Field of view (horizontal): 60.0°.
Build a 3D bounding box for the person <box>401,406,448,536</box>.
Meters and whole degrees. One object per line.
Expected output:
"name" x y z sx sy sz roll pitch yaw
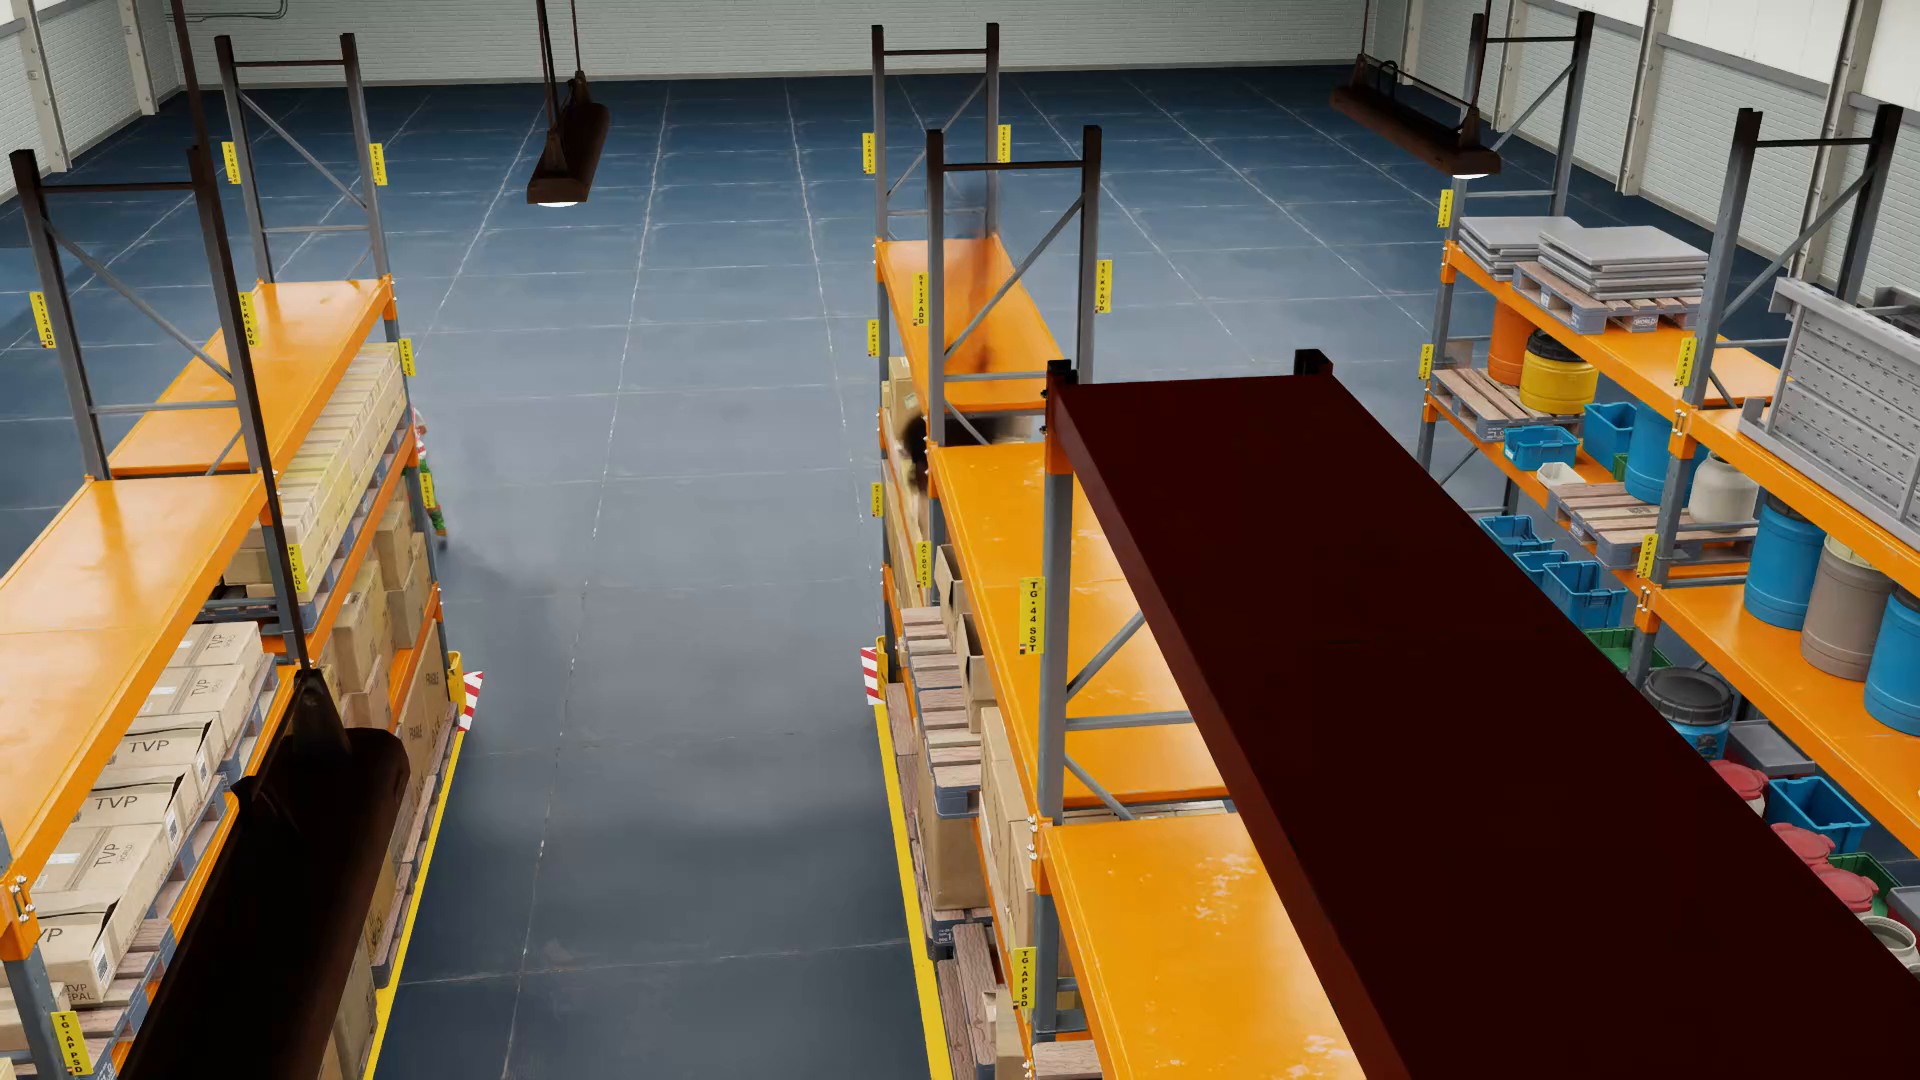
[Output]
"person" -6.072 -0.806 18.316 1.022 1.719 0.707 23 34 39
